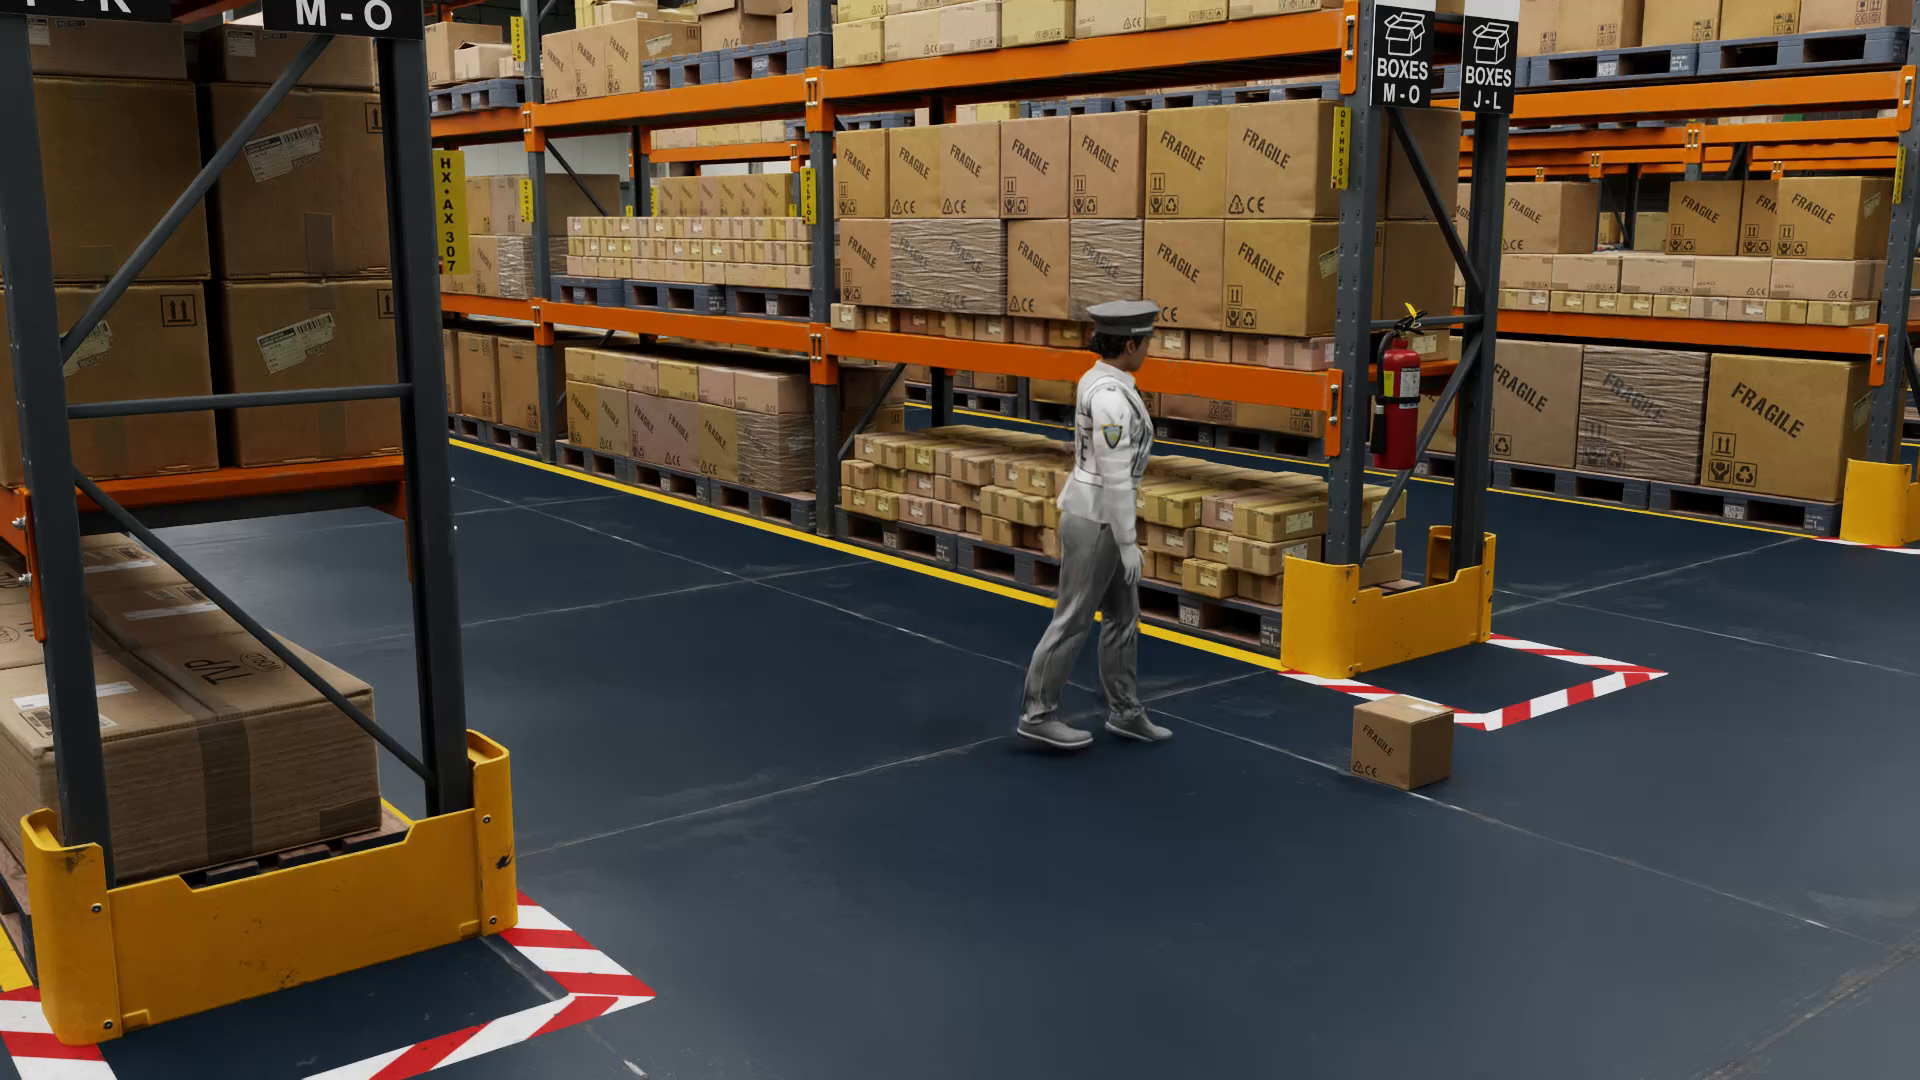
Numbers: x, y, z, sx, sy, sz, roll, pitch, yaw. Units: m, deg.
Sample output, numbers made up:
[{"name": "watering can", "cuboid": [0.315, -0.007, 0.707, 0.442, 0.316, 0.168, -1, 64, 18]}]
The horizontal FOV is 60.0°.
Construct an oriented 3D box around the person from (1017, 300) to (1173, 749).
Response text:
[{"name": "person", "cuboid": [0.510, -0.022, 6.080, 0.595, 1.701, 0.509, 1, 11, 5]}]
